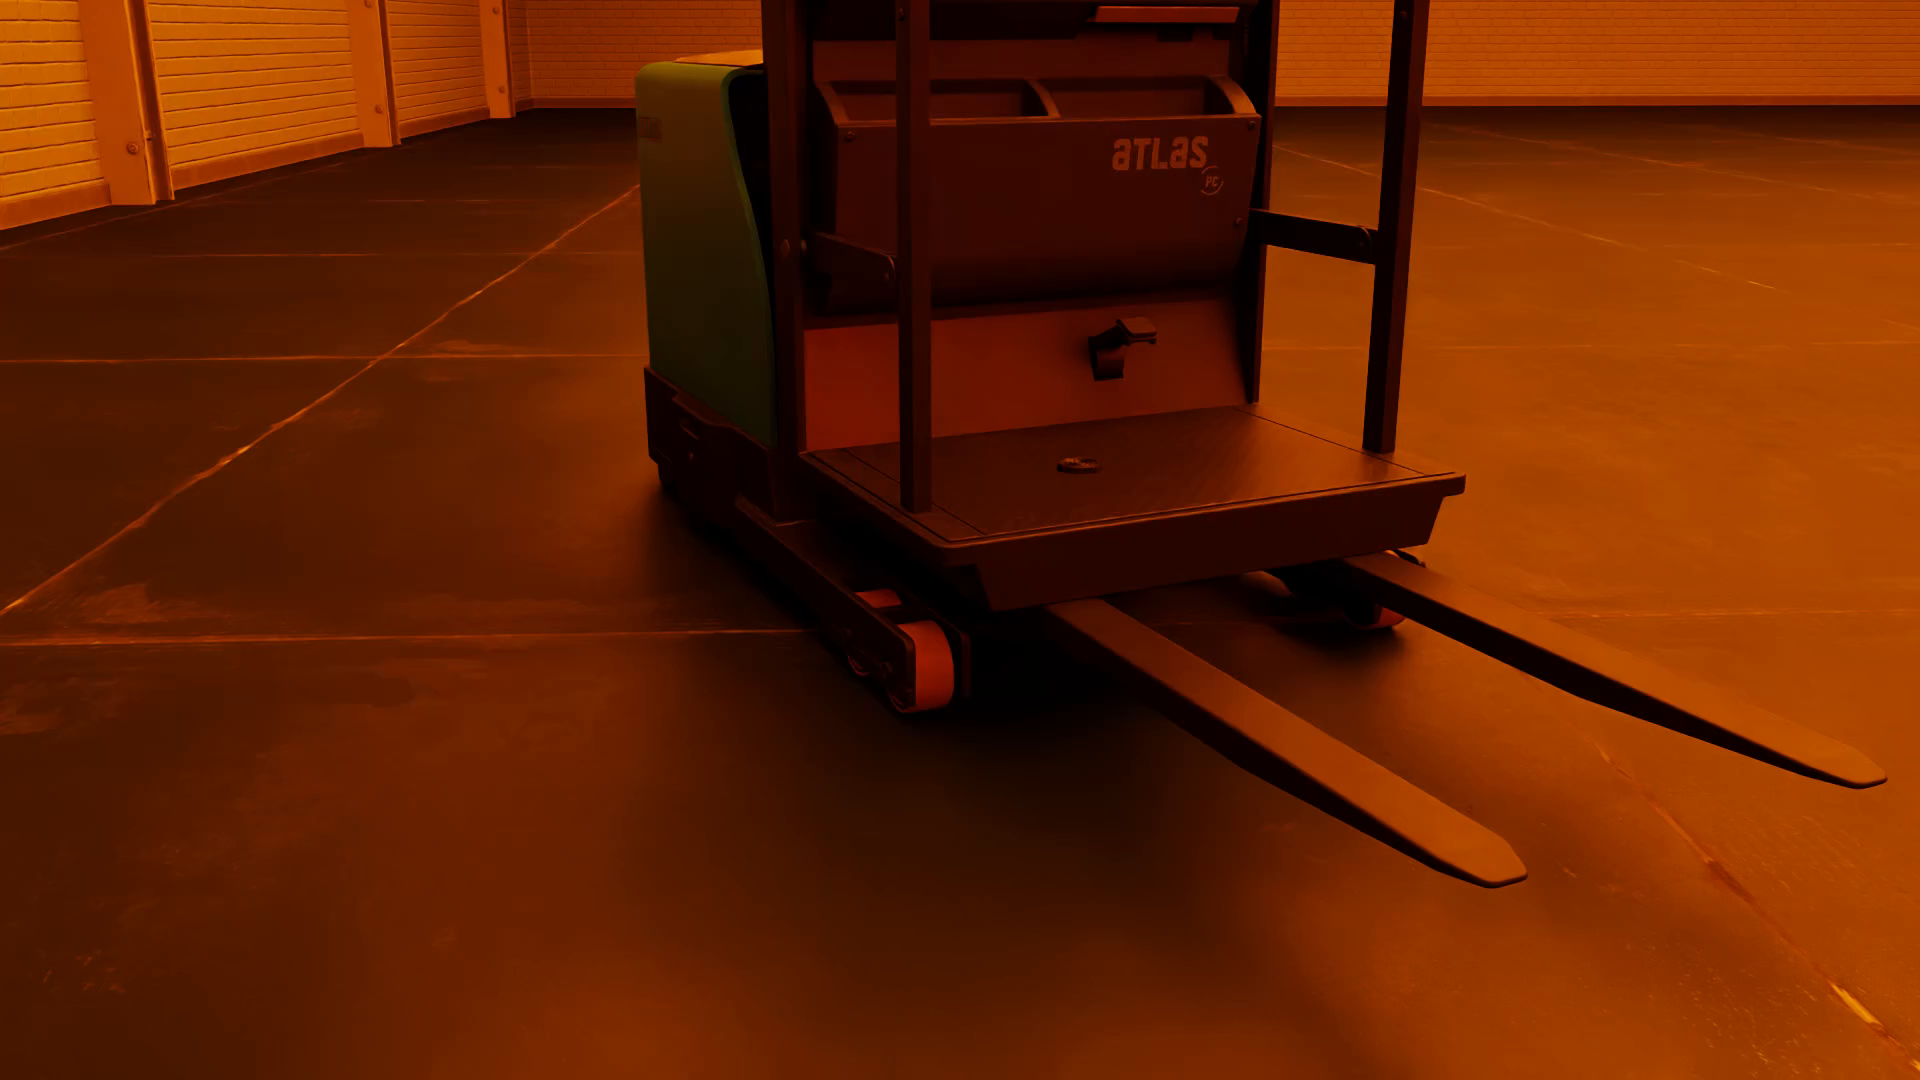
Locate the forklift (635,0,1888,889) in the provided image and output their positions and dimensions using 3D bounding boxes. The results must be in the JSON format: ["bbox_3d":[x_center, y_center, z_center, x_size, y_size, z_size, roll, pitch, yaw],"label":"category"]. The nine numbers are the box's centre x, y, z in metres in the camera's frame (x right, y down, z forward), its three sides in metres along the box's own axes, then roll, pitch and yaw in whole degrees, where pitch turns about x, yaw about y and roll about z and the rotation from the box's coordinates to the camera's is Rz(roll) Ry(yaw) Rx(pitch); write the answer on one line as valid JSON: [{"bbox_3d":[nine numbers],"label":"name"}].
[{"bbox_3d":[0.258,-1.240,2.962,1.130,2.935,3.031,-8,19,-24],"label":"forklift"}]
